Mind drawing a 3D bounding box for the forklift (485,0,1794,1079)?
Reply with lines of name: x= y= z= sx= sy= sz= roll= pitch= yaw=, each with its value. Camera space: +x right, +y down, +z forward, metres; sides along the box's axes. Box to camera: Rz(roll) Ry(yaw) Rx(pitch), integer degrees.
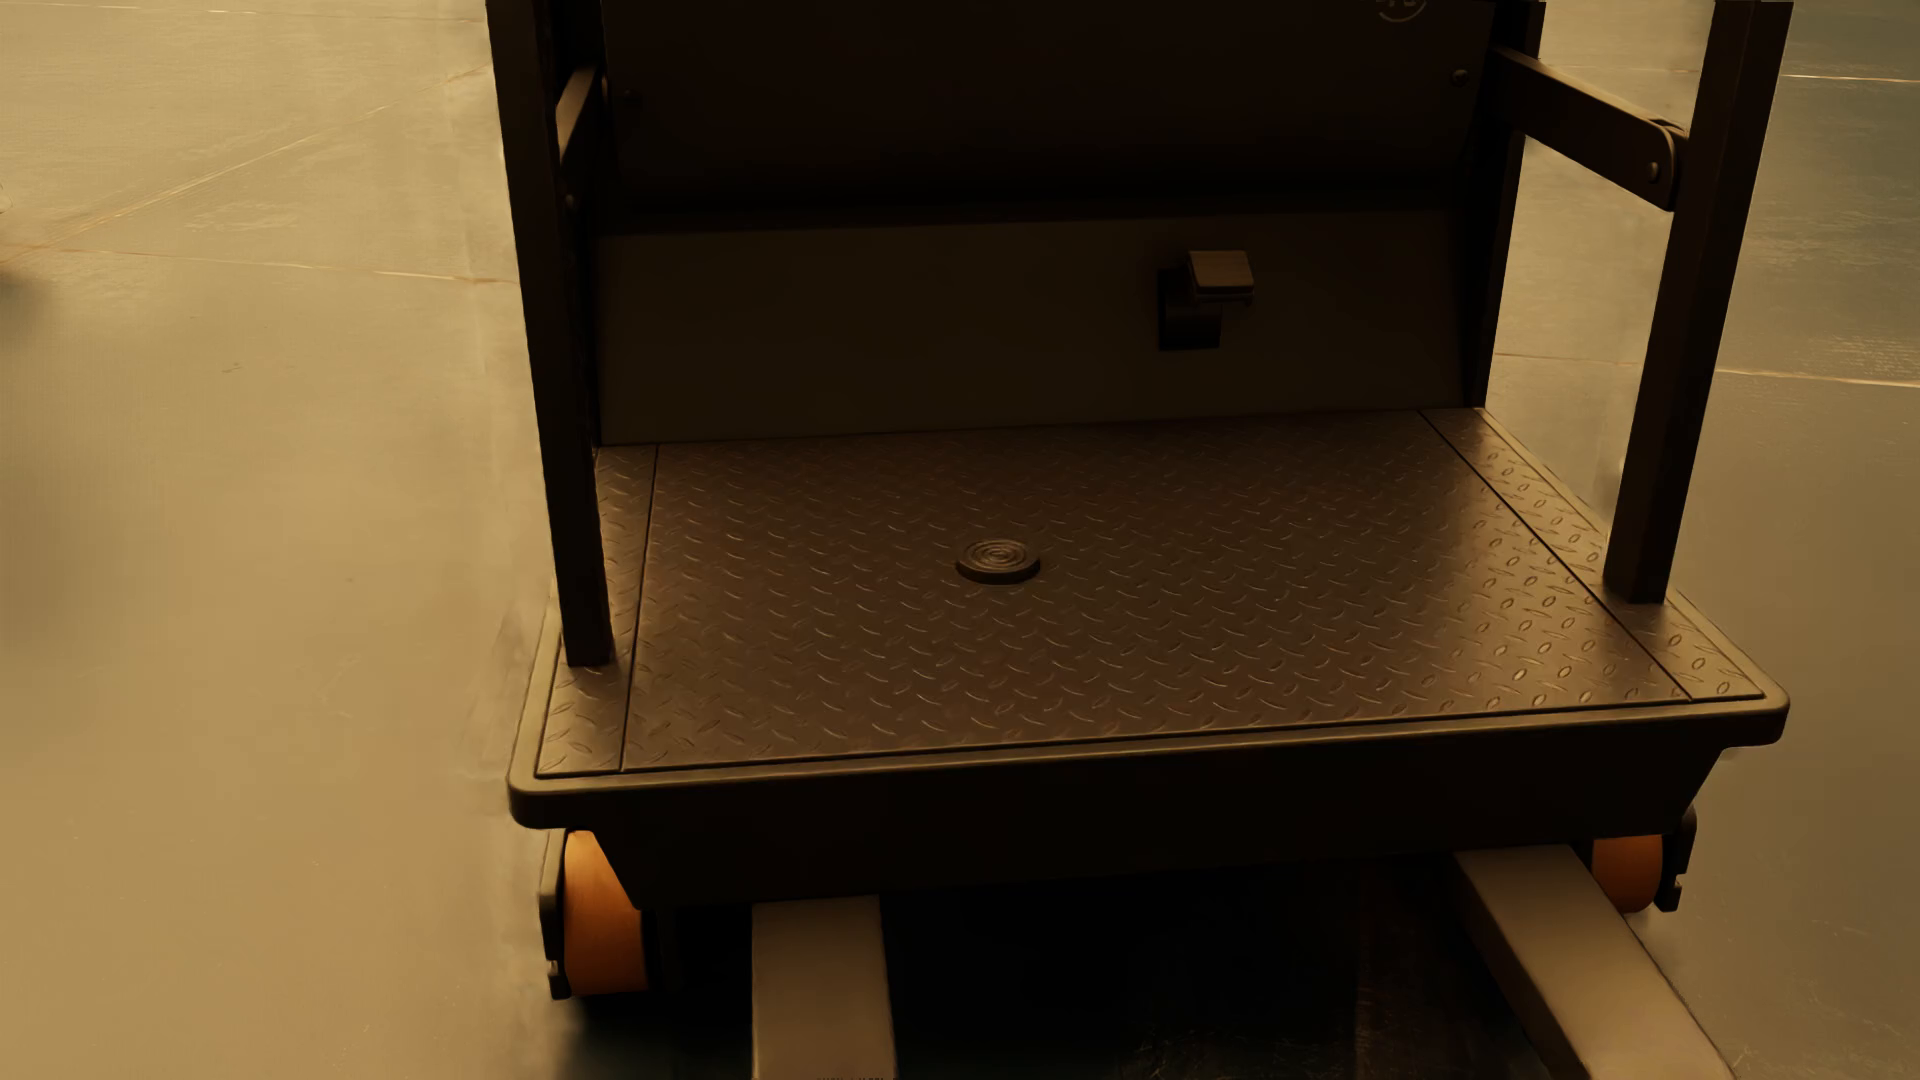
forklift: x=0.125 y=-1.030 z=1.289 sx=1.130 sy=2.935 sz=3.031 roll=-3 pitch=27 yaw=-6
